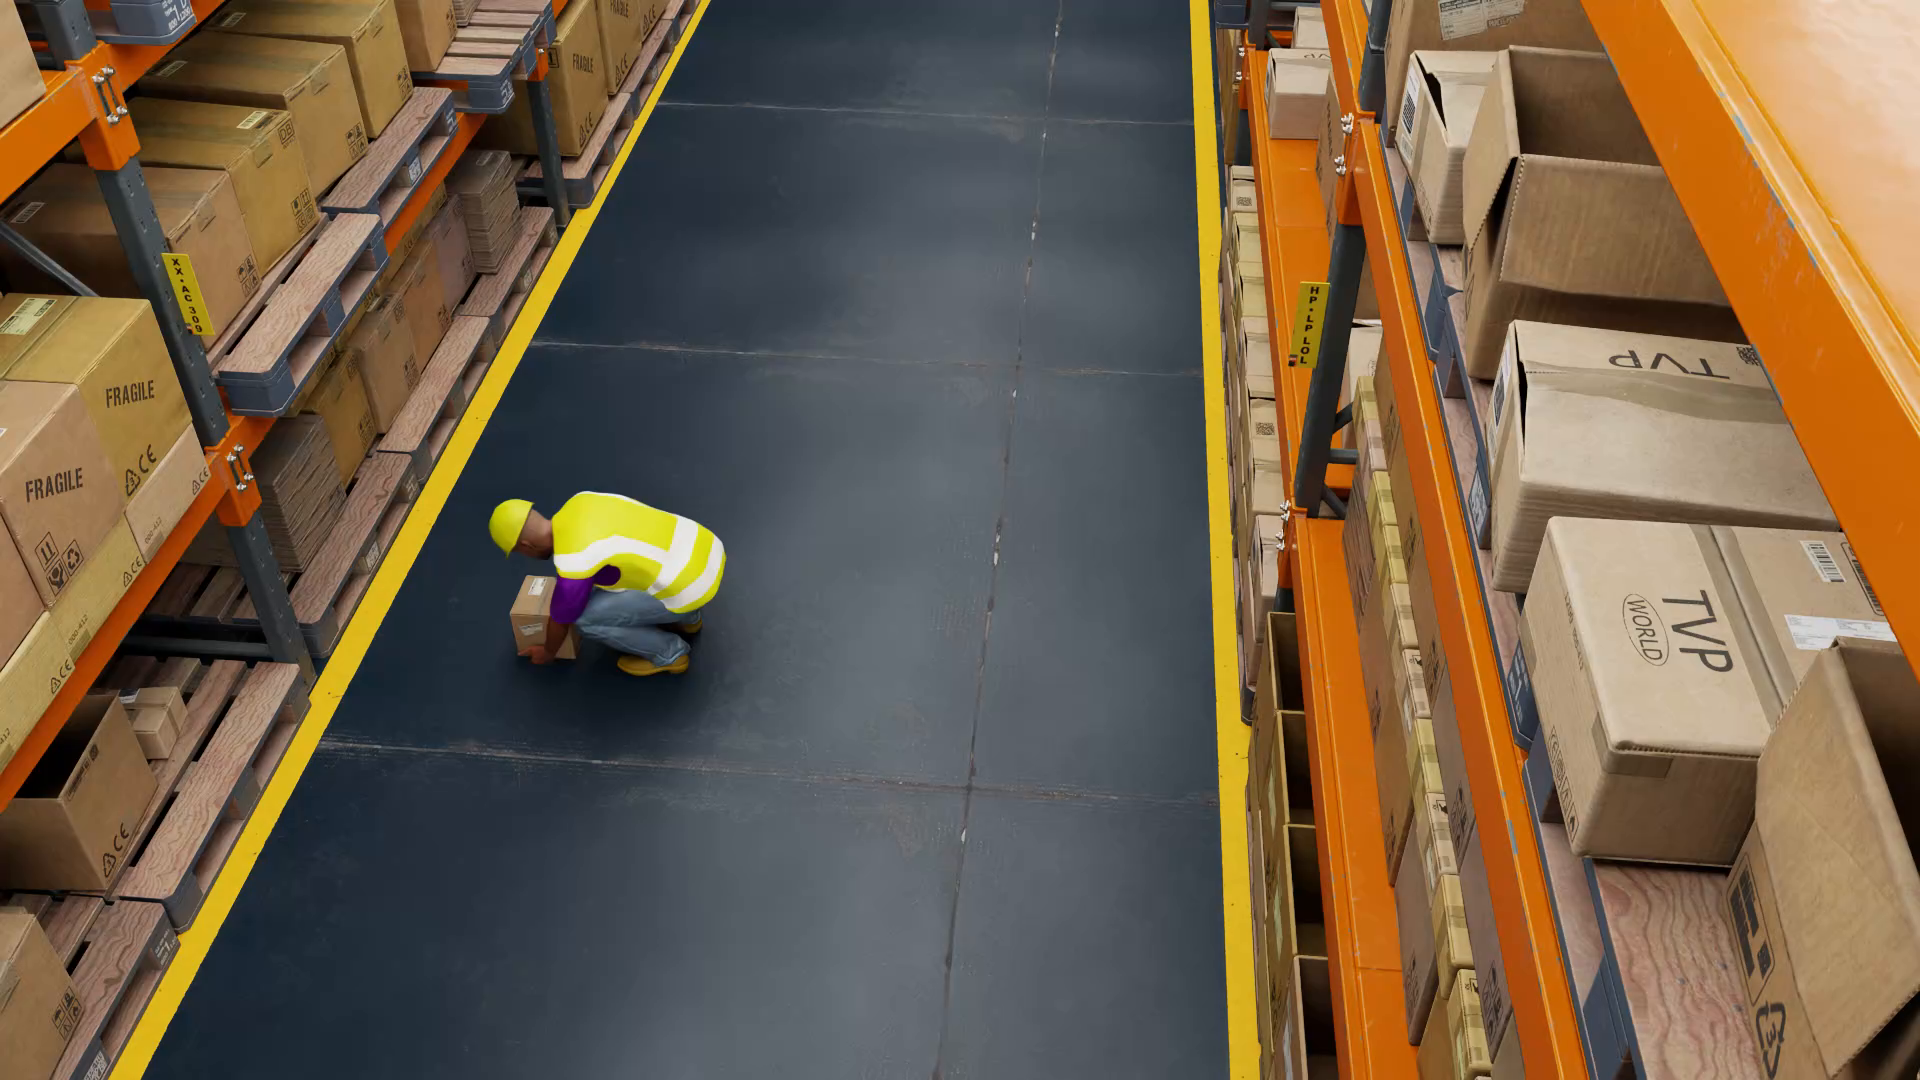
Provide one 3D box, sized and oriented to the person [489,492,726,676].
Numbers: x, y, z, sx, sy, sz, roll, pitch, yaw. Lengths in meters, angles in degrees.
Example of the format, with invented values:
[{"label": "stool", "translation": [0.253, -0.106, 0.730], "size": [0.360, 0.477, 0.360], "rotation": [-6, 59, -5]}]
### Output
[{"label": "person", "translation": [-1.463, 0.195, 7.022], "size": [0.928, 0.897, 0.545], "rotation": [3, 40, 3]}]
